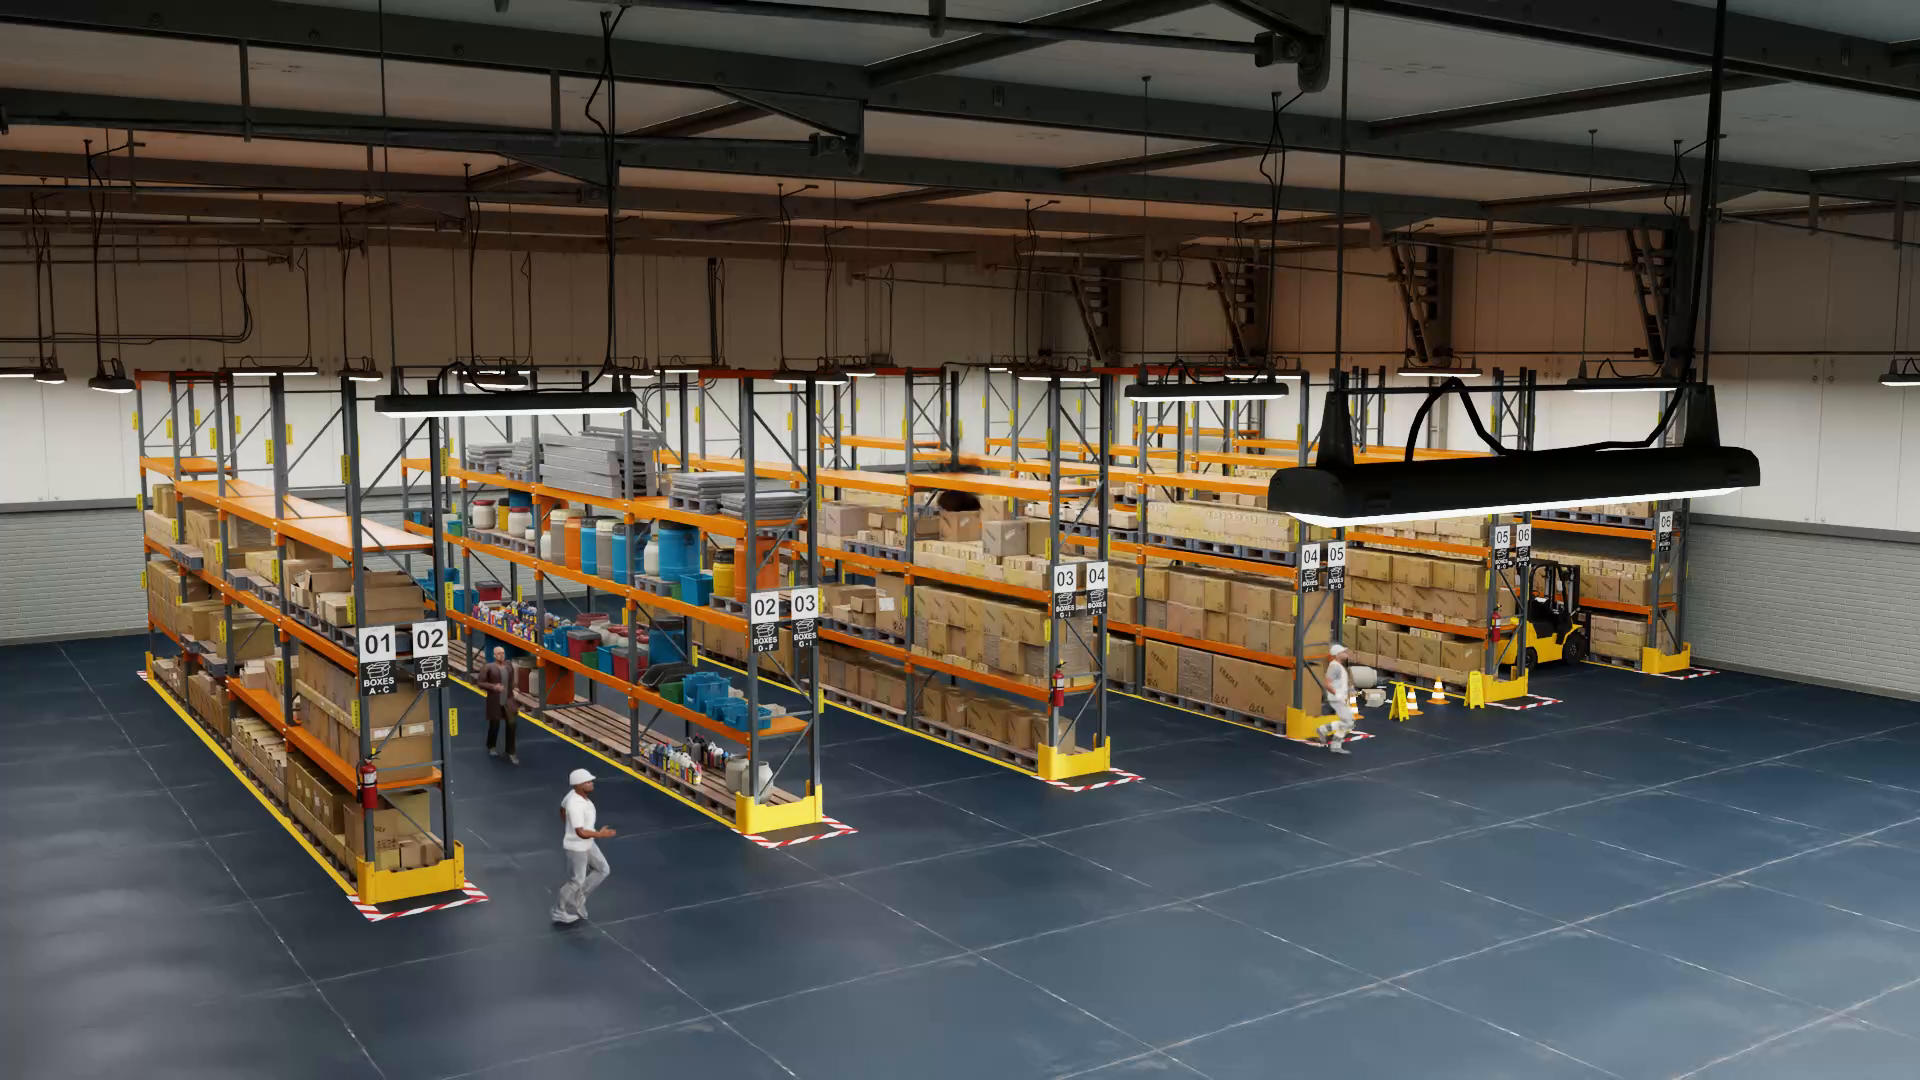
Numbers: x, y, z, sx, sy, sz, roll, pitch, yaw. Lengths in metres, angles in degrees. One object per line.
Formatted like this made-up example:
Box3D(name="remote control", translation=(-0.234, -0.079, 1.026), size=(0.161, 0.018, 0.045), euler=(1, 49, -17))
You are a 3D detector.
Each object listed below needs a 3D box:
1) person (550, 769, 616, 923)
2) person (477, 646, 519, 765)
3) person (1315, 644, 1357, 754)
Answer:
Box3D(name="person", translation=(-4.173, 3.367, 18.426), size=(0.756, 1.706, 0.674), euler=(0, 6, -3))
Box3D(name="person", translation=(-7.158, 2.552, 25.771), size=(0.684, 1.843, 0.863), euler=(-5, 8, -35))
Box3D(name="person", translation=(5.951, 2.512, 26.294), size=(0.607, 1.744, 0.658), euler=(2, 7, 18))
